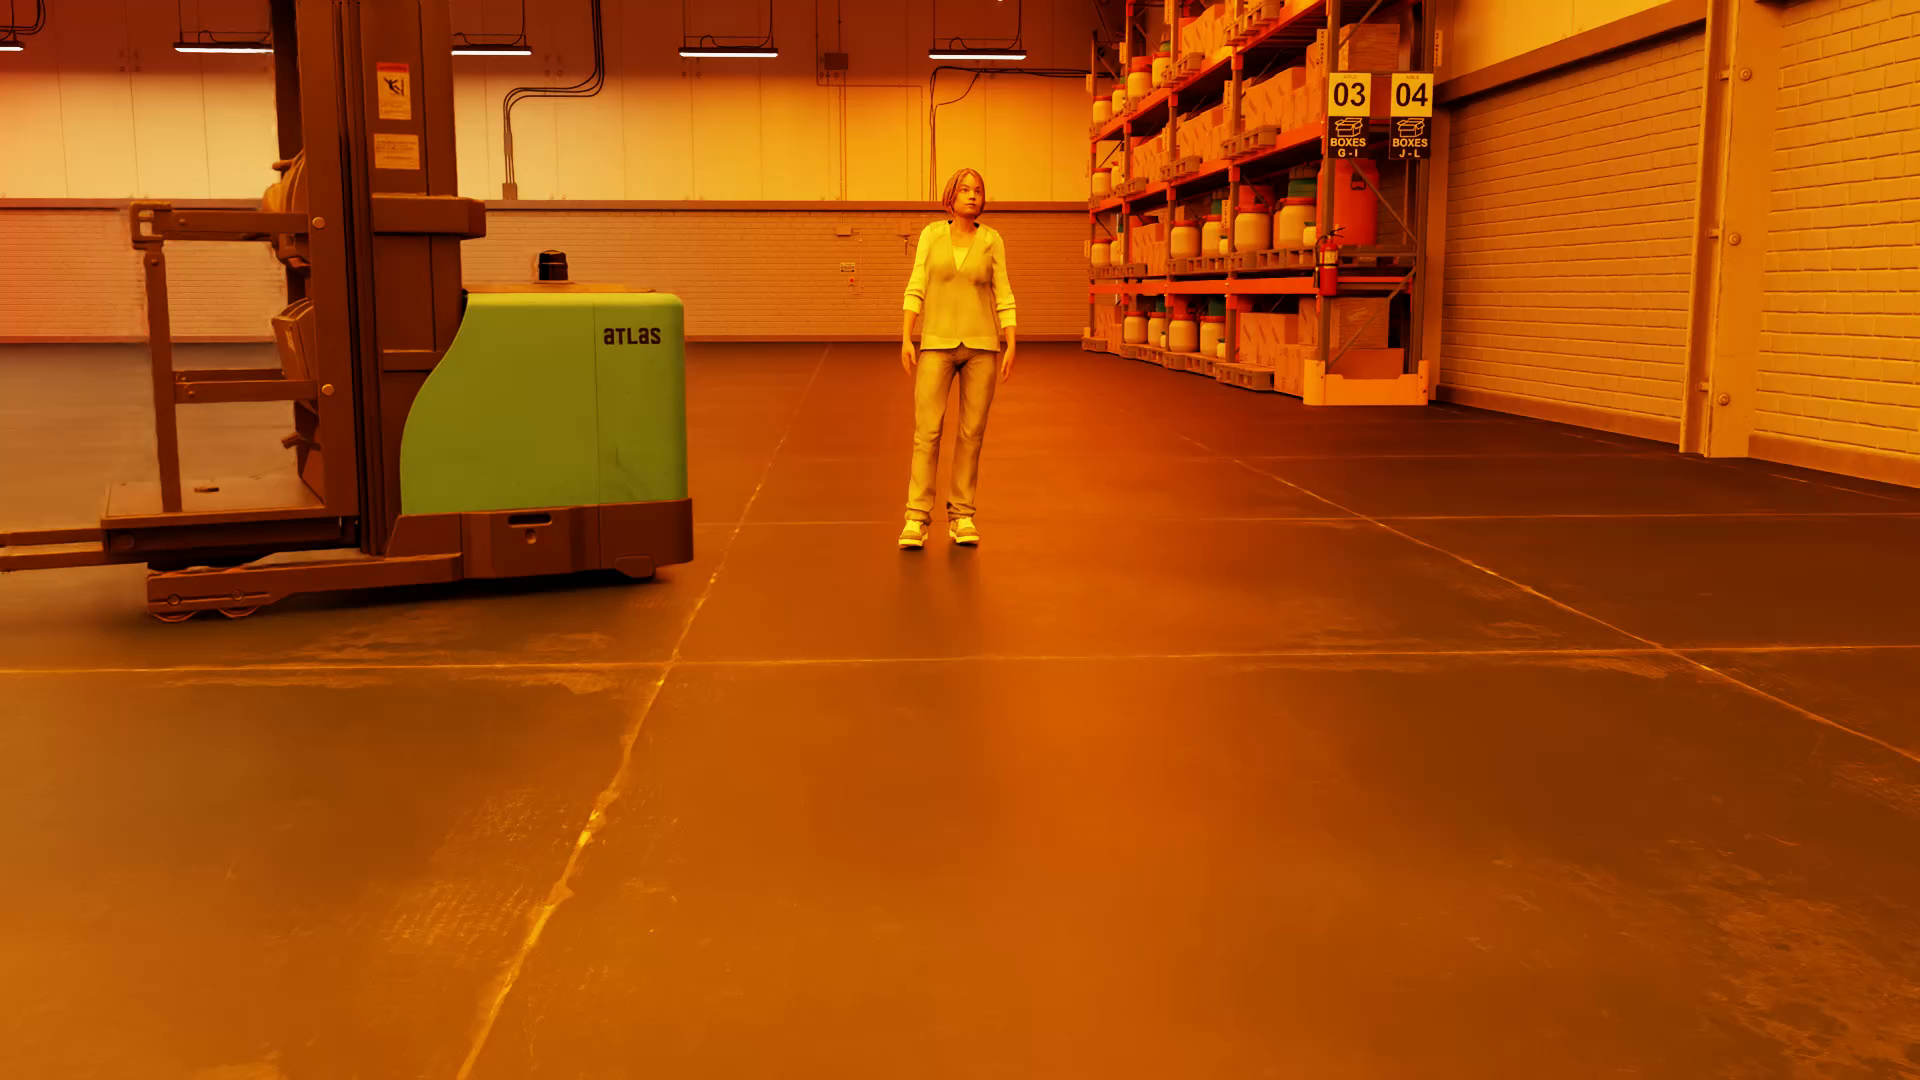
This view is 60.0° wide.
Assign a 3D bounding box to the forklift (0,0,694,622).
[{"bbox_3d":[-2.566,-1.266,5.857,3.031,2.935,1.130,-4,9,-26],"label":"forklift"}]

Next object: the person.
[{"bbox_3d":[-0.009,-0.786,7.117,0.521,1.599,0.473,-1,8,-4],"label":"person"}]
